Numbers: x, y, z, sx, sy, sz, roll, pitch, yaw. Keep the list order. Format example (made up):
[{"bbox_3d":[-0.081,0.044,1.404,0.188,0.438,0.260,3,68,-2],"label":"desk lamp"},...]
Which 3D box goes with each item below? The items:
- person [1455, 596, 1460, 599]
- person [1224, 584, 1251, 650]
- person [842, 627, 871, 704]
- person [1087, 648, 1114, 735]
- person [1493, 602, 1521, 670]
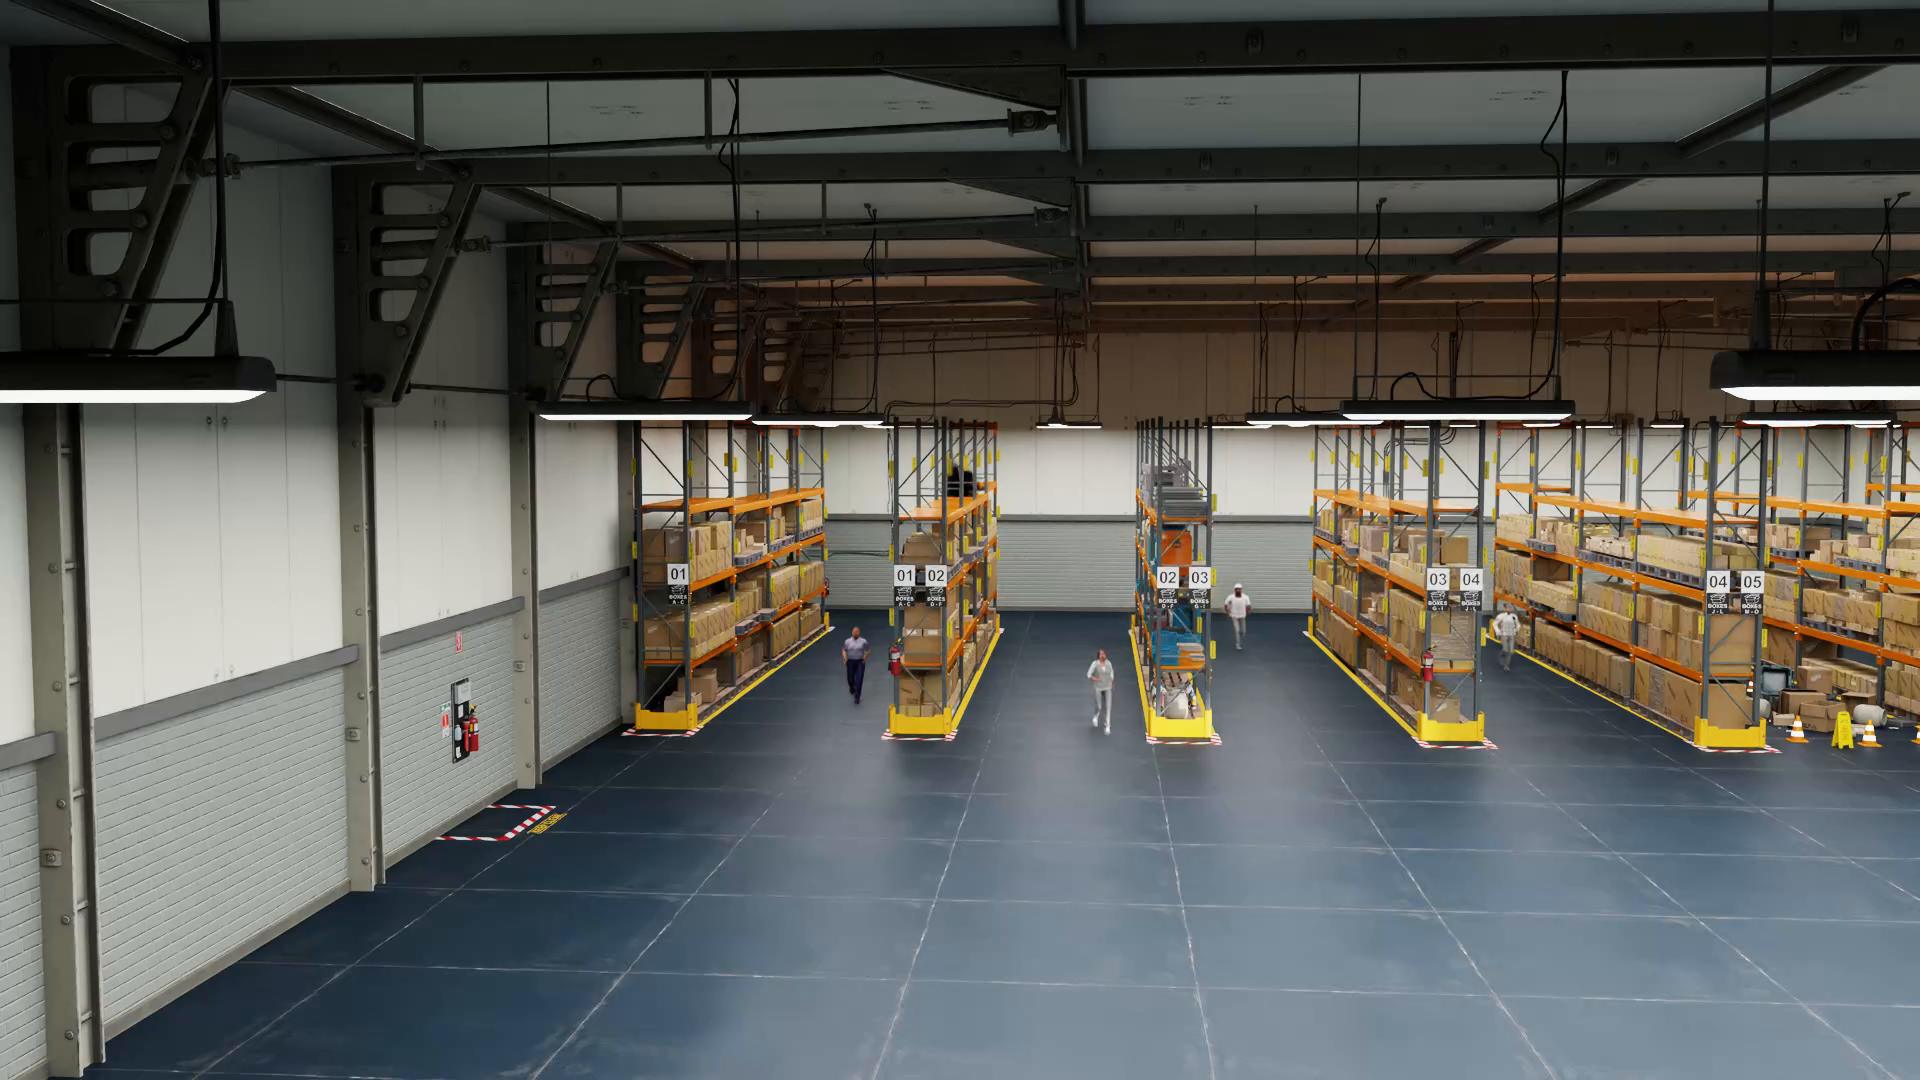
[{"bbox_3d":[13.803,1.876,46.442,0.690,1.650,0.471,3,5,42],"label":"person"},{"bbox_3d":[7.293,2.009,43.662,0.696,1.727,0.671,0,4,-1],"label":"person"},{"bbox_3d":[-2.194,2.644,35.208,0.609,1.585,0.584,0,4,-2],"label":"person"},{"bbox_3d":[2.682,2.977,31.661,0.546,1.397,0.728,0,4,-7],"label":"person"},{"bbox_3d":[13.084,2.299,39.748,0.567,1.651,0.547,0,4,3],"label":"person"}]
